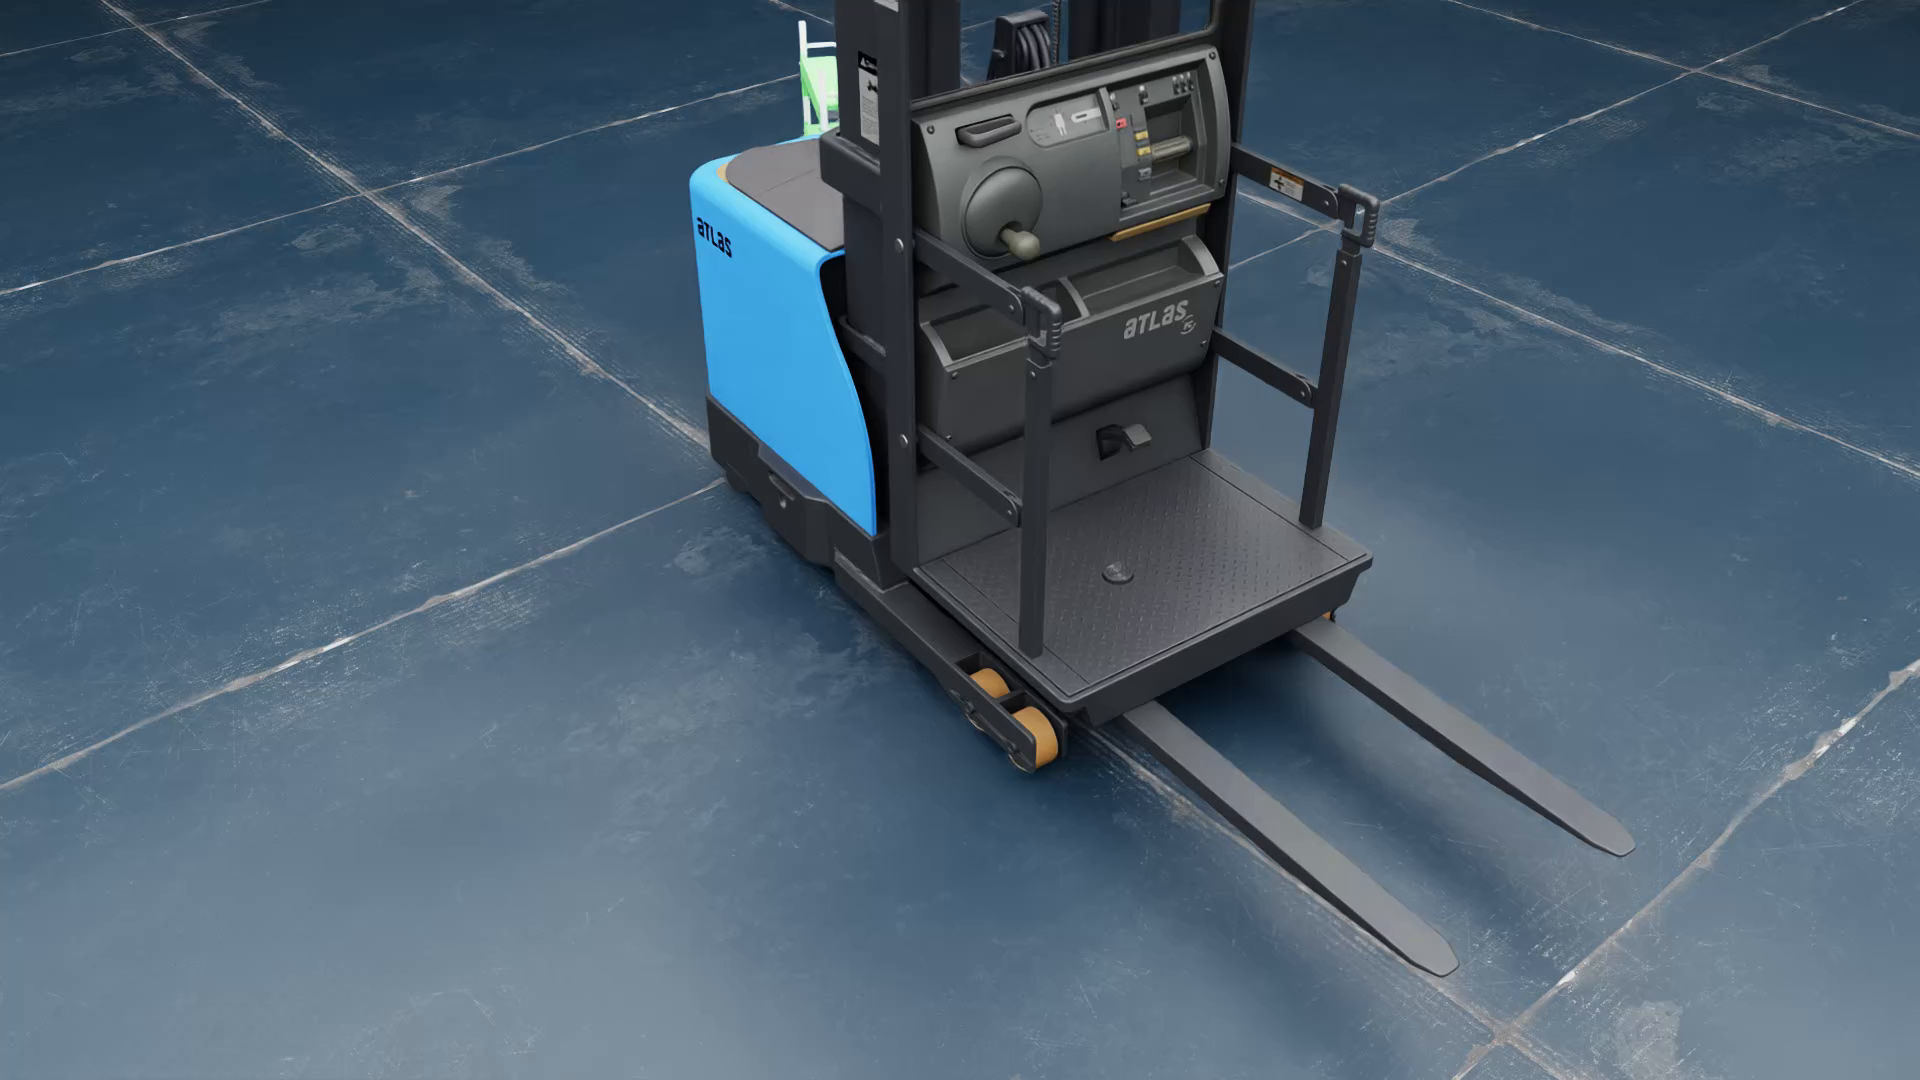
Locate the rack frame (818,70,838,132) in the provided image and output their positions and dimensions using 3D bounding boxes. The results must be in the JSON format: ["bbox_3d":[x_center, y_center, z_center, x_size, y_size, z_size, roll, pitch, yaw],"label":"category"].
[{"bbox_3d":[-0.332,-1.013,5.643,0.240,1.200,0.015,-7,36,-10],"label":"rack frame"}]

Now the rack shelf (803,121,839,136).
[{"bbox_3d":[-0.381,-1.295,5.736,0.258,0.148,0.480,-7,36,-10],"label":"rack shelf"}]

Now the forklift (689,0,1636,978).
[{"bbox_3d":[0.430,-0.908,3.995,1.130,2.935,3.031,-22,41,-28],"label":"forklift"}]

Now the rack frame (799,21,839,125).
[{"bbox_3d":[-0.431,-1.289,6.032,0.240,1.200,0.015,-7,36,-10],"label":"rack frame"}]

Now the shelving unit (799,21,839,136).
[{"bbox_3d":[-0.381,-1.151,5.838,0.258,1.200,0.503,-7,36,-10],"label":"shelving unit"}]

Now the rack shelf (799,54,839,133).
[{"bbox_3d":[-0.381,-1.491,5.597,0.258,0.148,0.480,-7,36,-10],"label":"rack shelf"}]
